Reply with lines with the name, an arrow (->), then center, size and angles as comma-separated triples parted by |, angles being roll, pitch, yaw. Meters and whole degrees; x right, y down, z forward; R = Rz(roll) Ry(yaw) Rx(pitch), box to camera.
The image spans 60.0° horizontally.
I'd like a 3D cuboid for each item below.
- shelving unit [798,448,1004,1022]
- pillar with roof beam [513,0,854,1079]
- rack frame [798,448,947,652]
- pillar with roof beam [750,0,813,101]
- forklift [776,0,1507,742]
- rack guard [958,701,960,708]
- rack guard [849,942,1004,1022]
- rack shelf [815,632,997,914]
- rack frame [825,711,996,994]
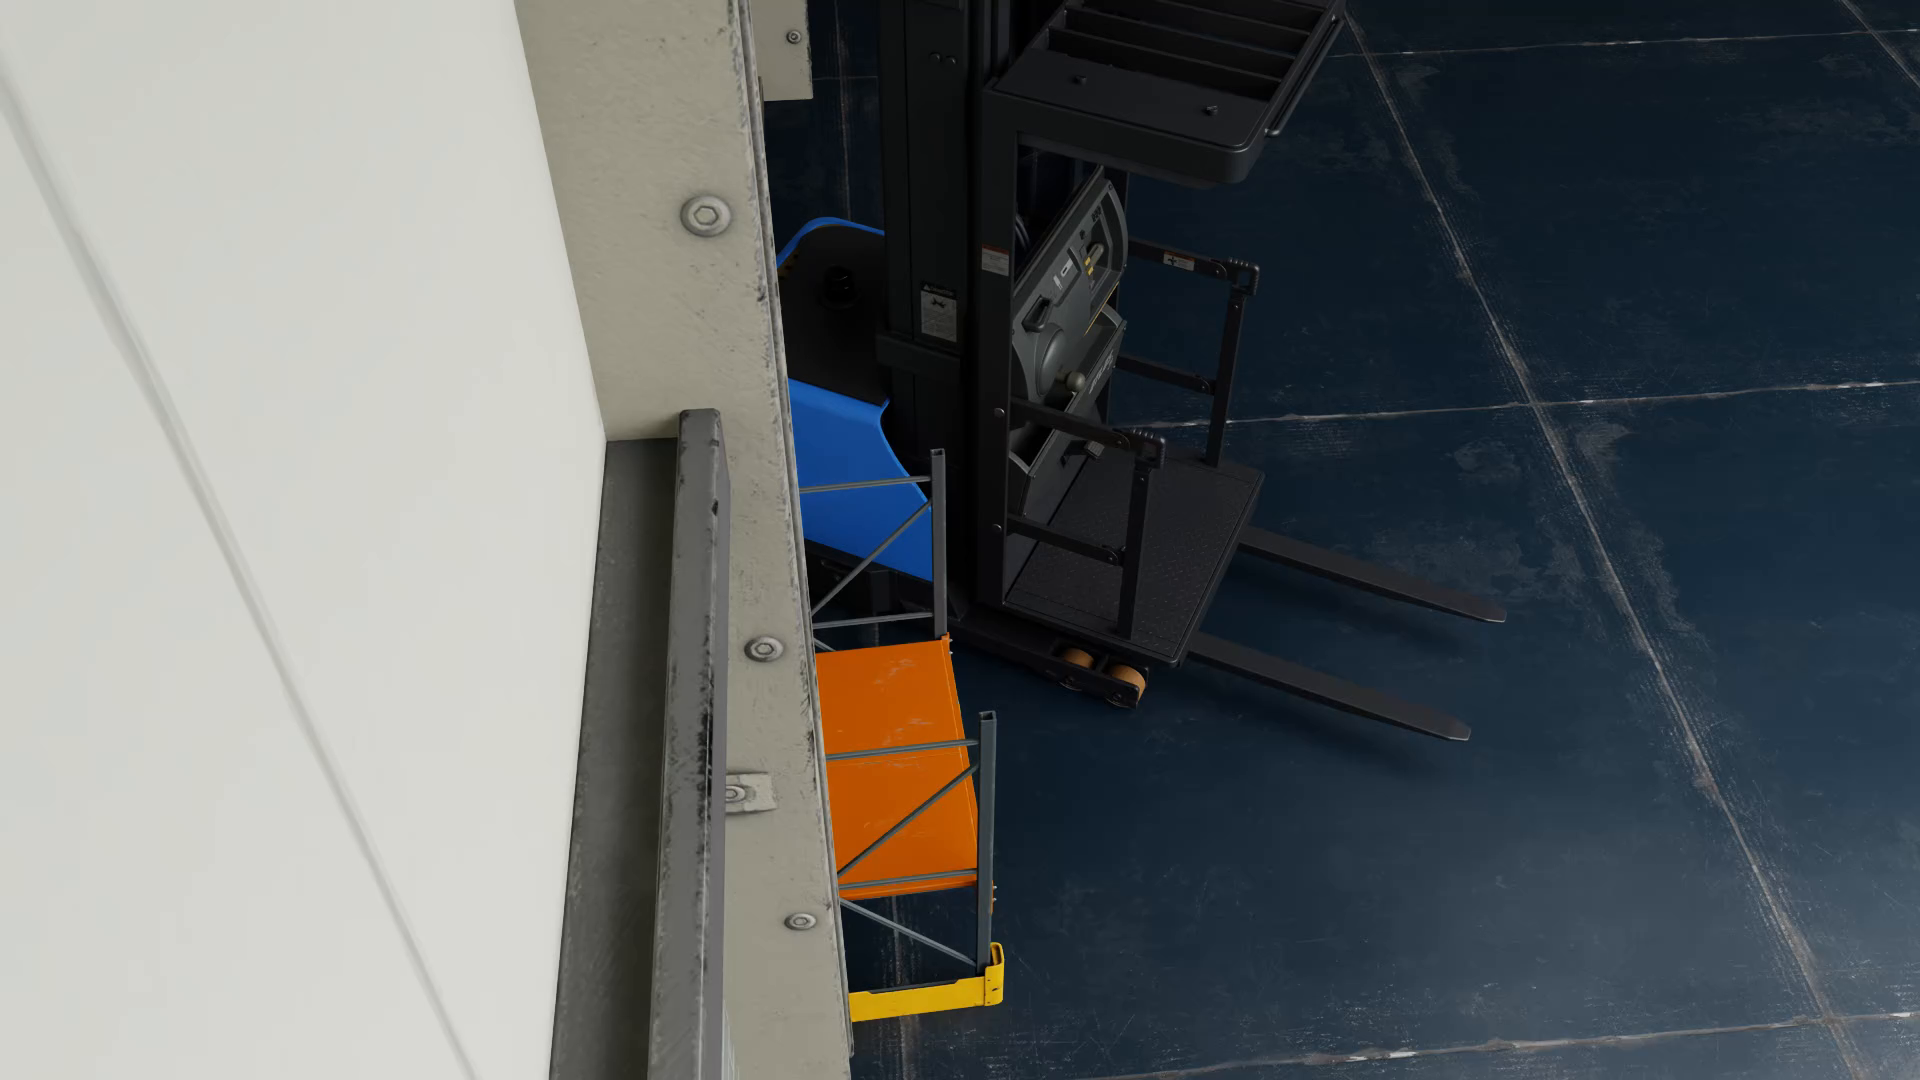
shelving unit -> -0.223, 0.644, 5.244 | 0.587, 1.500, 1.083 | -6, 47, -5
pillar with roof beam -> 3.809, -1.591, 2.195 | 9.100, 9.000, 0.400 | -3, 47, -3
rack frame -> -0.295, 0.272, 5.596 | 0.500, 1.500, 0.032 | -6, 47, -5
pillar with roof beam -> 3.306, -5.932, 6.307 | 9.100, 9.000, 0.400 | -3, 47, -3
forklift -> 0.566, -0.819, 5.644 | 3.031, 2.935, 1.130 | 18, 49, 17
rack guard -> -0.292, 0.715, 6.037 | 0.587, 0.250, 0.087 | -6, 47, -5
rack guard -> -0.154, 1.432, 5.359 | 0.587, 0.250, 0.087 | -6, 47, -5
rack shelf -> -0.224, 0.761, 5.381 | 0.538, 0.185, 1.000 | -6, 47, -5
rack frame -> -0.154, 1.003, 4.904 | 0.500, 1.500, 0.032 | -6, 47, -5
